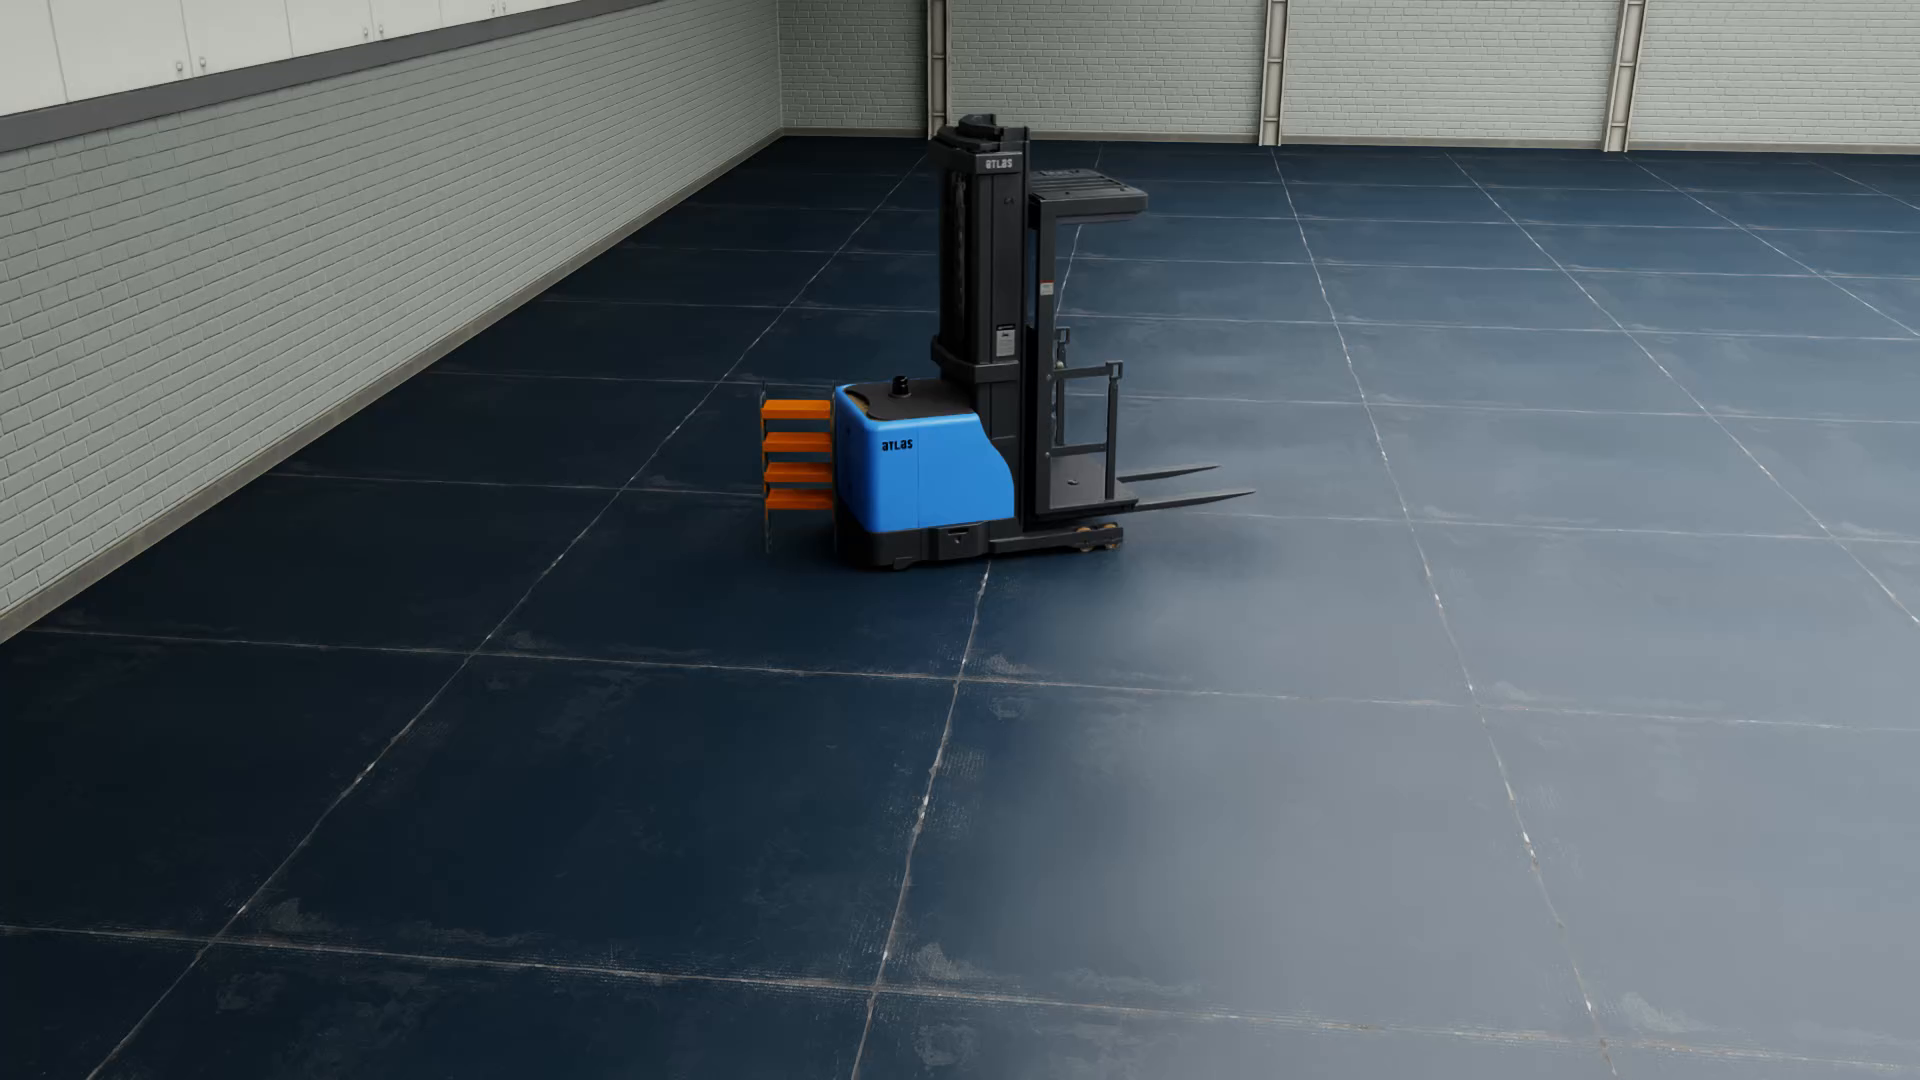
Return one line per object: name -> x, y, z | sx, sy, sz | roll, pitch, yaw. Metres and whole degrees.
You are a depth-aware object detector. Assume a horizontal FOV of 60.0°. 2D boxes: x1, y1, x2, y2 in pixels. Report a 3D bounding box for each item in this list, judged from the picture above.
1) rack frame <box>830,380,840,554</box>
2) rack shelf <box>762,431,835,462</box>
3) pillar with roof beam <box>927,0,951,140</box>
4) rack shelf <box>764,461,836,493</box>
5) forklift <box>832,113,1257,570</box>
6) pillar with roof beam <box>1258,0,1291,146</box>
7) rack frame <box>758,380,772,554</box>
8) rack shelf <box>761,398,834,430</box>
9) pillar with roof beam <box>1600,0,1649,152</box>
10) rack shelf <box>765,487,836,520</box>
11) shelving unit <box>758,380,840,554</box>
rack frame -> -0.873, -0.504, 11.609 | 0.015, 1.200, 0.240 | 0, 22, 1
rack shelf -> -1.117, -0.651, 11.556 | 0.480, 0.148, 0.258 | 0, 22, 1
pillar with roof beam -> -0.880, -10.014, 25.058 | 0.400, 9.000, 9.100 | 2, 22, 6
rack shelf -> -1.117, -0.443, 11.638 | 0.480, 0.148, 0.258 | 0, 22, 1
forklift -> 0.650, -1.462, 11.679 | 3.031, 2.935, 1.130 | -7, 23, -17
pillar with roof beam -> 5.078, -9.755, 24.401 | 0.400, 9.000, 9.100 | 2, 22, 6
rack frame -> -1.361, -0.507, 11.617 | 0.015, 1.200, 0.240 | 0, 22, 1
rack shelf -> -1.117, -0.871, 11.469 | 0.480, 0.148, 0.258 | 0, 22, 1
pillar with roof beam -> 11.037, -9.495, 23.744 | 0.400, 9.000, 9.100 | 2, 22, 6
rack shelf -> -1.117, -0.258, 11.711 | 0.480, 0.148, 0.258 | 0, 22, 1
shelving unit -> -1.117, -0.505, 11.613 | 0.503, 1.200, 0.258 | 0, 22, 1
